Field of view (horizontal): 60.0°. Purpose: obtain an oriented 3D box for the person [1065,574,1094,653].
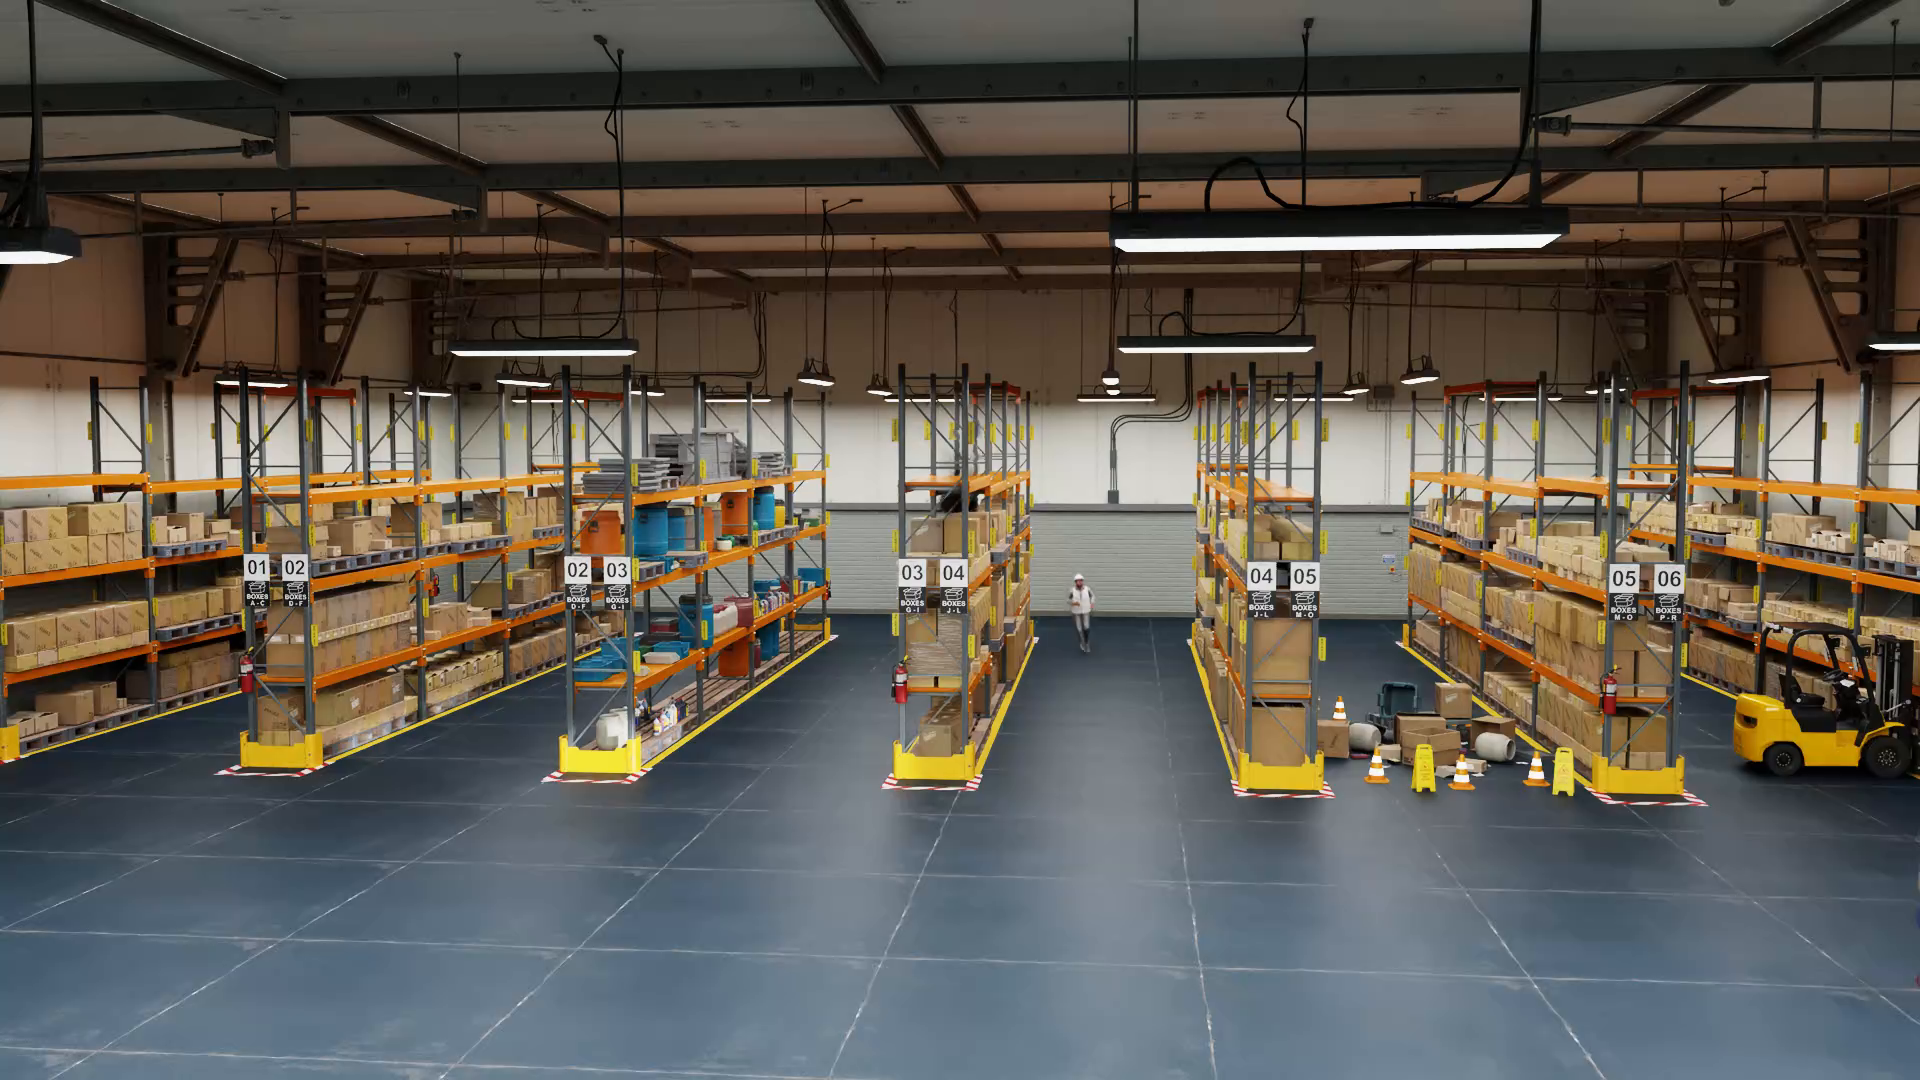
[{"bbox_3d":[2.745,1.691,38.053,0.678,1.819,0.652,0,4,2],"label":"person"}]
